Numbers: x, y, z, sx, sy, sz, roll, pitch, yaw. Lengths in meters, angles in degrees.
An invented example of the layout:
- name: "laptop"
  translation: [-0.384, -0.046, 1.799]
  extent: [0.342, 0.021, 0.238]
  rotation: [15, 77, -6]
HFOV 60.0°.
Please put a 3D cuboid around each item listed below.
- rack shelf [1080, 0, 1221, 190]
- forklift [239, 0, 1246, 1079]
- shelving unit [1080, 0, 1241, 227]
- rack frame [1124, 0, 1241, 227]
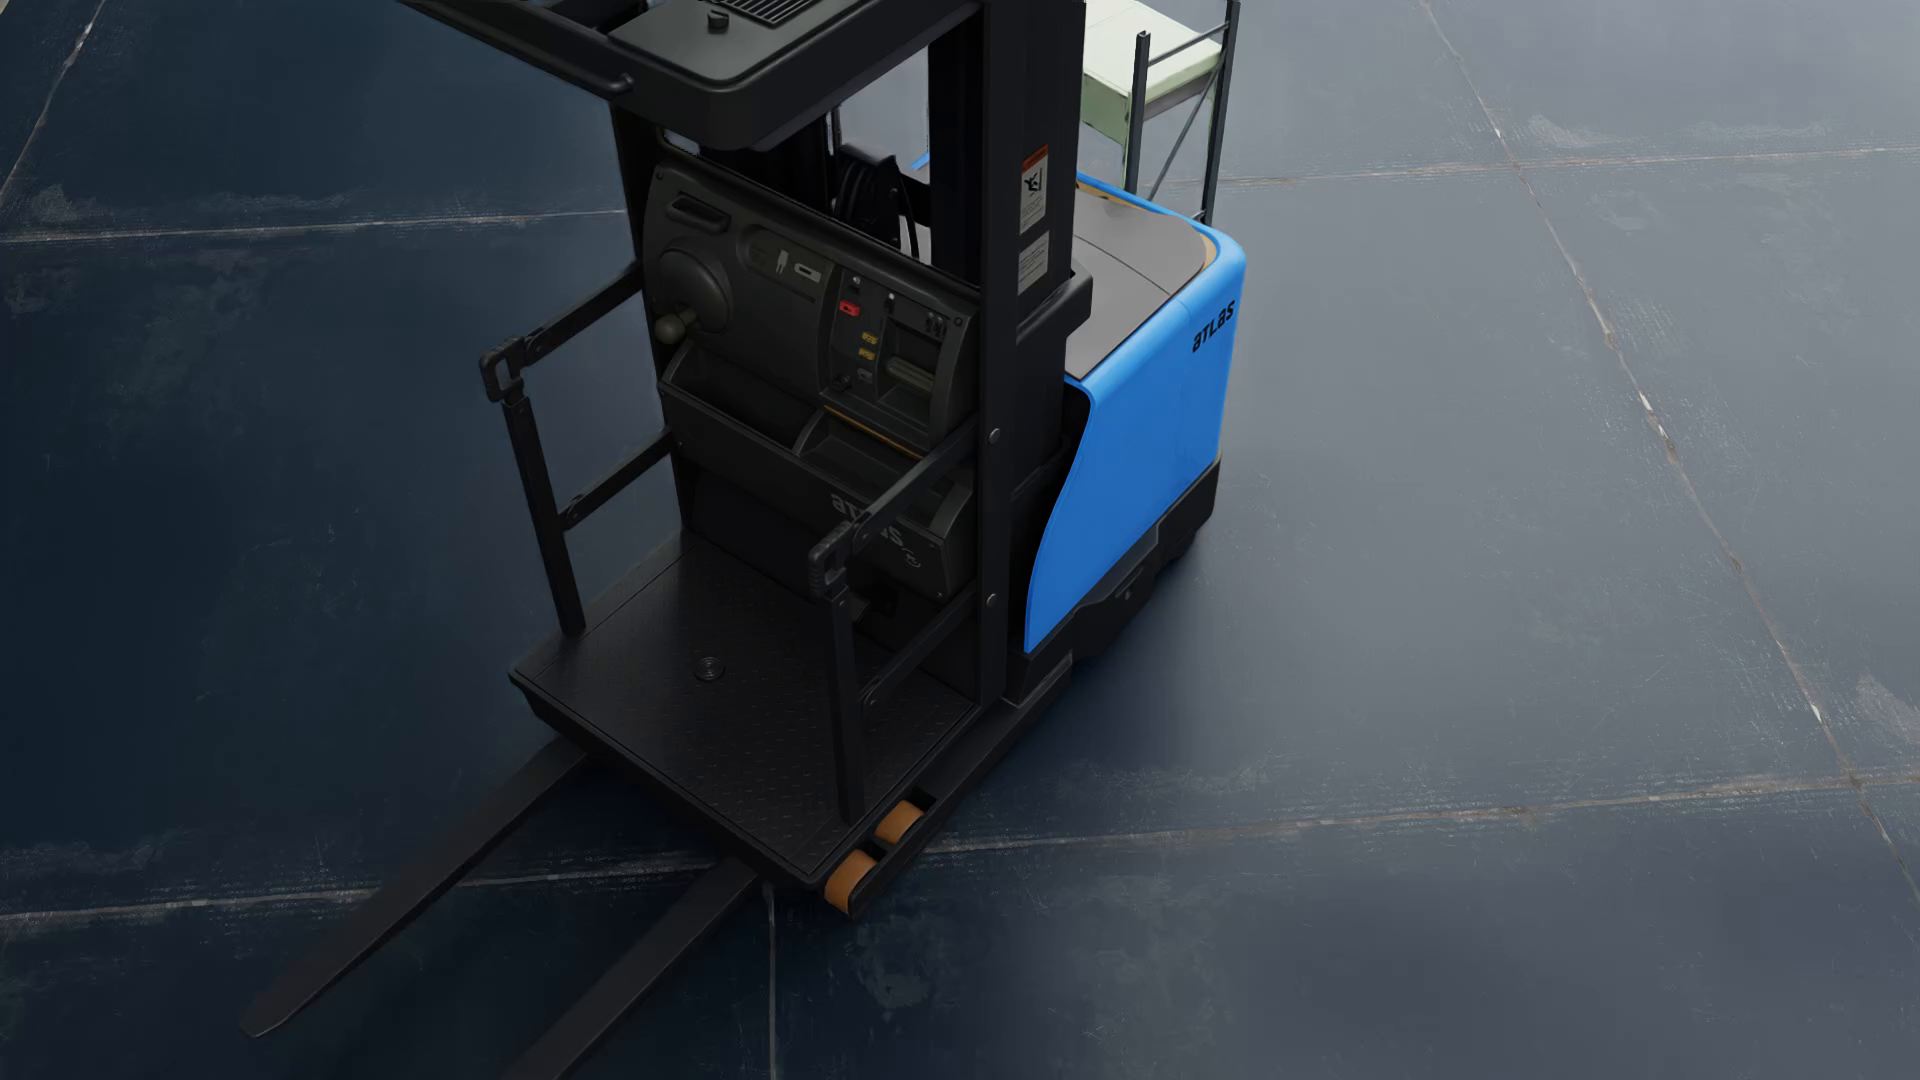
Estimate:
- name: "rack shelf"
  translation: [0.391, -1.405, 5.010]
  extent: [0.431, 0.370, 0.720]
  rotation: [-32, 55, -27]
- name: "forklift"
  translation: [-0.495, -0.448, 3.656]
  extent: [1.130, 2.935, 3.031]
  rotation: [29, 53, 25]
- name: "shelving unit"
  translation: [0.391, -1.136, 5.293]
  extent: [0.431, 1.500, 0.755]
  rotation: [-32, 55, -27]
- name: "rack frame"
  translation: [0.633, -0.936, 5.104]
  extent: [0.400, 1.500, 0.023]
  rotation: [-32, 55, -27]
